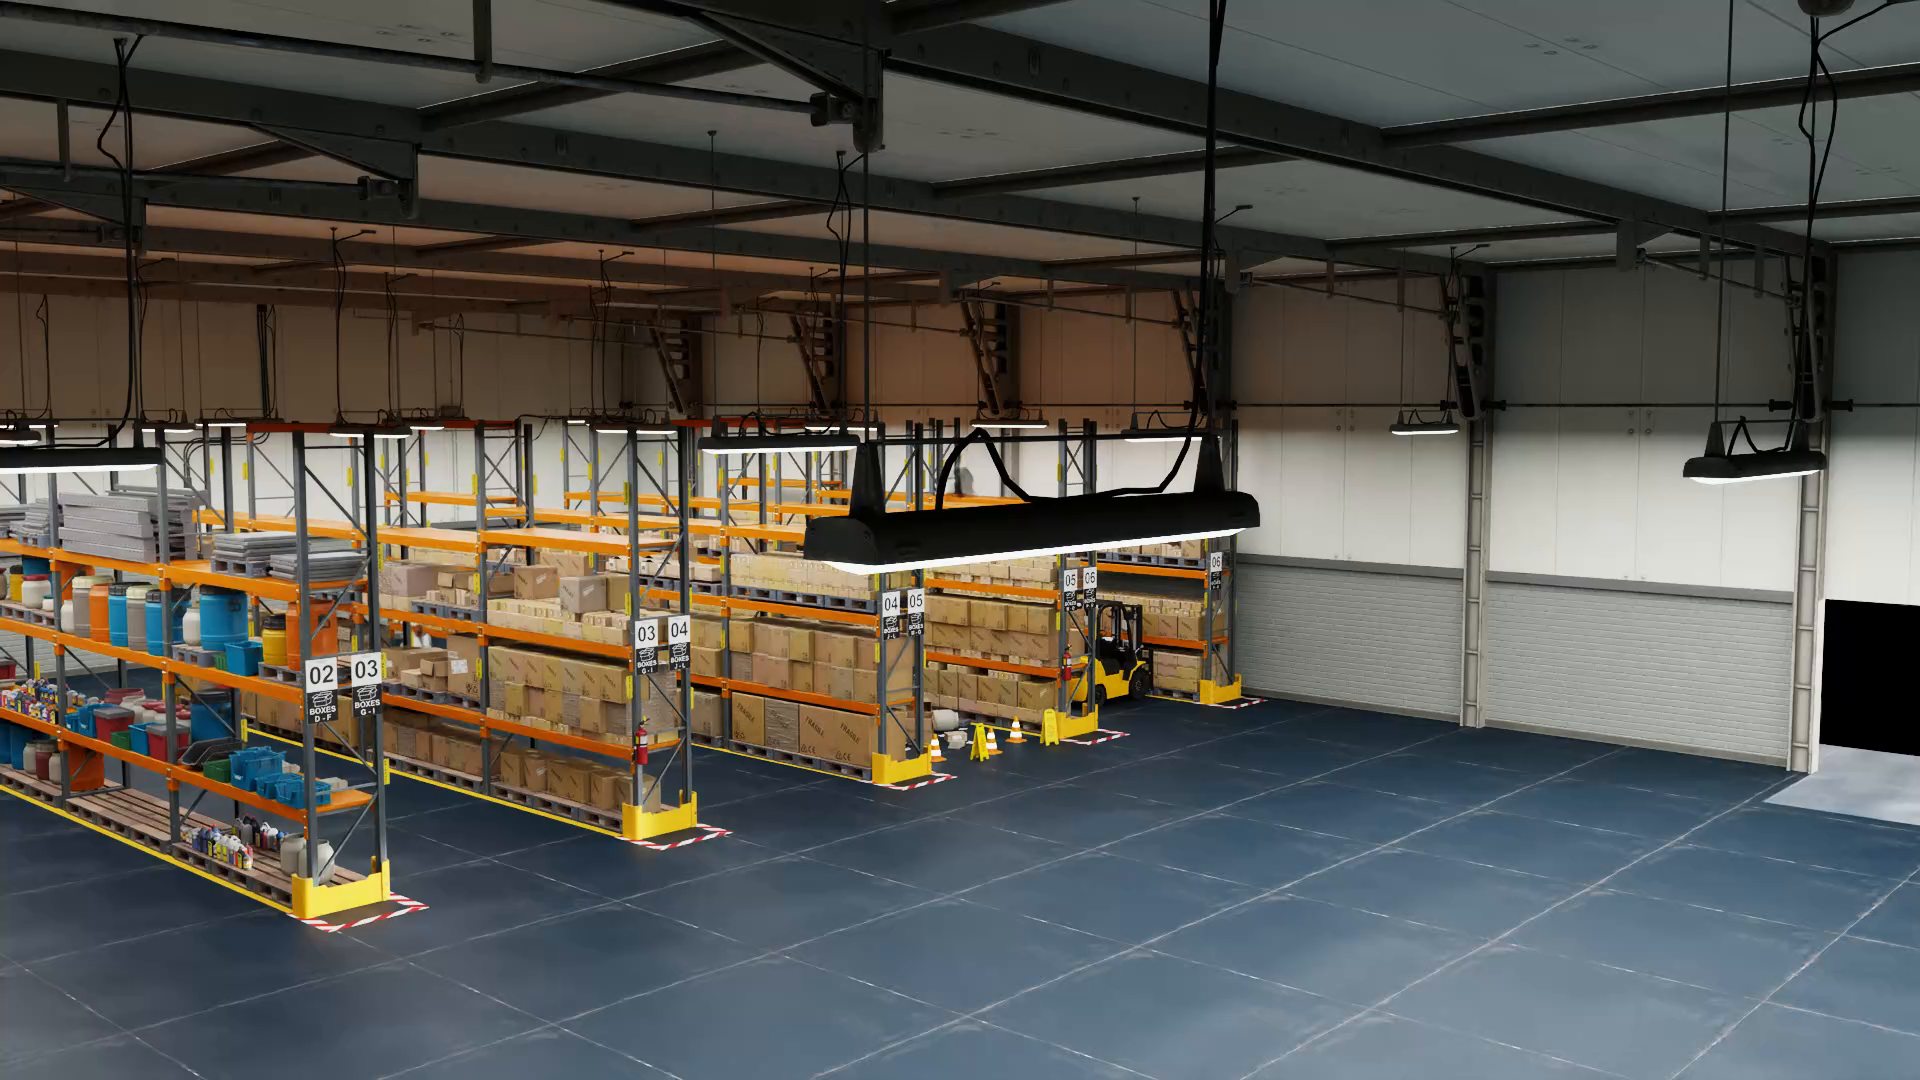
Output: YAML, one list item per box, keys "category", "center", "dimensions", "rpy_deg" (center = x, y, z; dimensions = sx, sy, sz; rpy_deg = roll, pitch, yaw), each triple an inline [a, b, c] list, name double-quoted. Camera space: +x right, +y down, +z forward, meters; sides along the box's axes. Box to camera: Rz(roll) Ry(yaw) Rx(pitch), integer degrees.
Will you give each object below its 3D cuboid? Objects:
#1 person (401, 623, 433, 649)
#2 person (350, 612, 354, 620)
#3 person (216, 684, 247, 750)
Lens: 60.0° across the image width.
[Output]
- category: "person"
  center: [-11.473, 2.564, 35.385]
  dimensions: [0.645, 1.744, 0.639]
  rpy_deg: [4, 6, 42]
- category: "person"
  center: [-13.409, 2.453, 36.949]
  dimensions: [0.686, 1.752, 0.674]
  rpy_deg: [-3, 6, -36]
- category: "person"
  center: [-12.577, 3.108, 28.646]
  dimensions: [0.899, 1.747, 0.658]
  rpy_deg: [3, 5, 31]
